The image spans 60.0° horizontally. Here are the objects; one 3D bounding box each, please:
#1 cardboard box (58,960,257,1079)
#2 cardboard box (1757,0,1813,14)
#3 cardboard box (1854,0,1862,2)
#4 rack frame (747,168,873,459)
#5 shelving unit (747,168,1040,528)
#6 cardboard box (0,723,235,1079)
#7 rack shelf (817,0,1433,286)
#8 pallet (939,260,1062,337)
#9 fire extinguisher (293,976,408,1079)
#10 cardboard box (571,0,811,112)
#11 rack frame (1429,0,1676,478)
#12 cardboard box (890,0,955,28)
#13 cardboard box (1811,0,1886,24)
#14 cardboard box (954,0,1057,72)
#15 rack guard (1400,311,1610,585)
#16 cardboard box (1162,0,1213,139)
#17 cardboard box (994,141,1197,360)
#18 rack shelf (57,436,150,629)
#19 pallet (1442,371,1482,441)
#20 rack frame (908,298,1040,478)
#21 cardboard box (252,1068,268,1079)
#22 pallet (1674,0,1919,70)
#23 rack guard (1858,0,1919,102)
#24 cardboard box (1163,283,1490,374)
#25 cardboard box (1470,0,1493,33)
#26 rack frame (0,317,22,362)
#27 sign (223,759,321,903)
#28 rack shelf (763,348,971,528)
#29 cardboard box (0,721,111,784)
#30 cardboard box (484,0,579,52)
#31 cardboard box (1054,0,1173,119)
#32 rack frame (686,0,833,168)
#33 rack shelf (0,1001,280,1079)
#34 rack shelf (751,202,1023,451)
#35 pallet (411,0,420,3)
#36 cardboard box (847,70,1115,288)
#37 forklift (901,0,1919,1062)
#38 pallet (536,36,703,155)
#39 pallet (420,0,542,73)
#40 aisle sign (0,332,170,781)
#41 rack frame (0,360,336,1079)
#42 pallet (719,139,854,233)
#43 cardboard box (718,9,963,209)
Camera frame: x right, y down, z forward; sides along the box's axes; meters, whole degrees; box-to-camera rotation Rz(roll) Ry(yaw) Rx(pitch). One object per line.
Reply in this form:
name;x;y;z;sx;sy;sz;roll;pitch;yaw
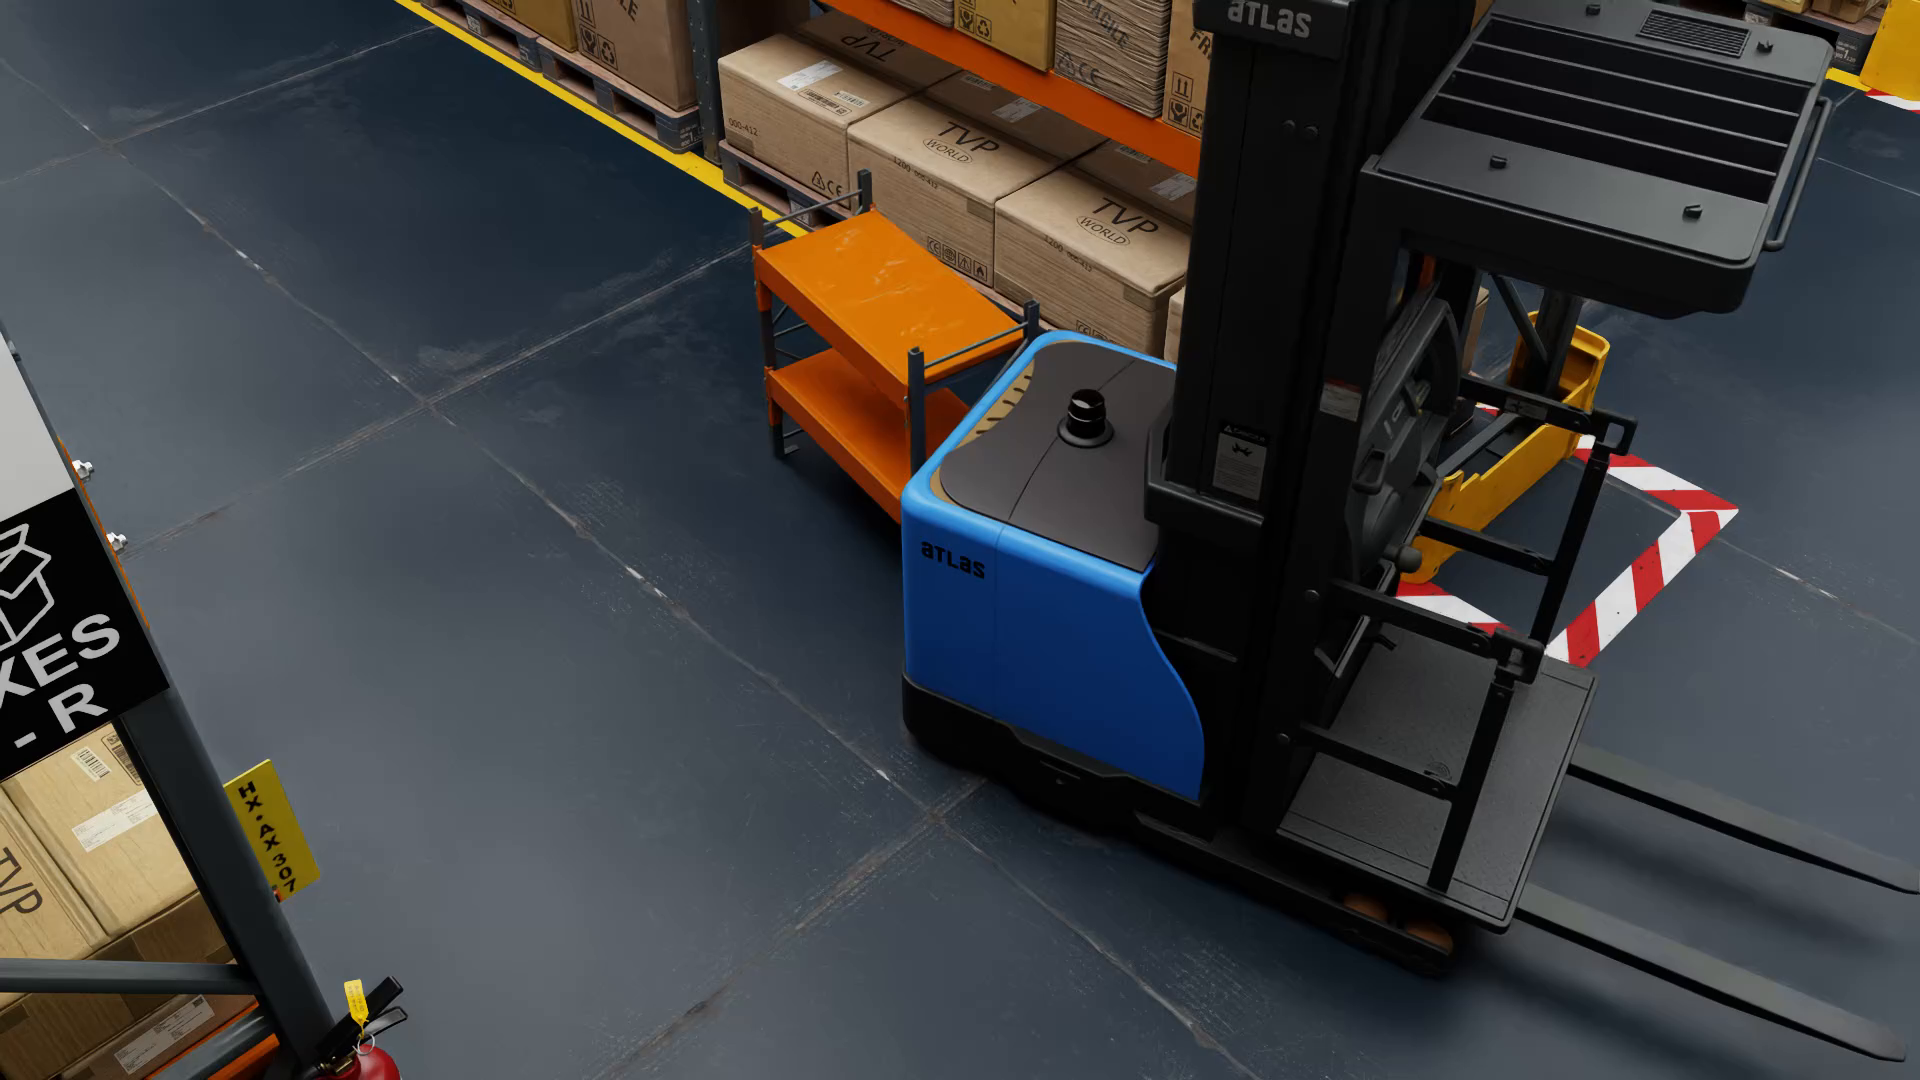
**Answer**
cardboard box;-1.606;0.889;3.263;0.250;0.149;0.380;34;52;31
cardboard box;4.604;-3.051;9.133;0.380;0.149;0.250;-32;52;-30
cardboard box;4.802;-3.049;8.912;0.250;0.149;0.380;33;52;30
rack frame;-0.536;-0.839;6.329;0.500;1.125;0.032;-25;48;-25
shelving unit;-0.244;-0.556;6.023;0.538;1.125;1.048;-25;48;-25
cardboard box;-1.698;0.685;3.190;0.500;0.250;0.500;-34;52;-31
rack shelf;0.531;-1.992;6.725;1.077;0.370;4.000;-34;53;-31
pallet;0.466;-1.204;7.397;1.003;0.211;1.213;-34;53;-31
fire extinguisher;-1.137;1.100;3.181;0.296;0.674;0.183;-34;53;-31
cardboard box;-1.376;-2.850;8.381;0.875;0.875;0.875;-32;52;-30
rack frame;1.943;-1.295;5.441;1.000;3.000;0.127;-34;53;-31
cardboard box;-0.037;-2.417;6.582;0.500;0.500;0.500;-34;52;-31
cardboard box;4.857;-2.976;9.052;0.380;0.149;0.250;-33;52;-31
cardboard box;0.327;-2.169;6.314;0.500;0.500;0.500;-33;52;-30
rack guard;1.960;-0.365;6.277;1.175;0.500;0.348;-34;53;-31
cardboard box;1.071;-1.685;5.789;0.500;0.500;0.500;33;52;31
cardboard box;0.754;-1.213;6.931;0.875;0.438;0.875;-33;52;-30
rack shelf;-2.981;-0.713;3.131;1.077;0.370;4.000;-34;53;-31
pallet;1.323;-0.617;6.763;1.003;0.211;1.213;-34;53;-31
rack frame;0.048;-0.273;5.717;0.500;1.125;0.032;-25;48;-25
cardboard box;-1.933;1.509;3.937;0.637;0.503;0.797;32;52;30
pallet;4.774;-3.136;9.488;1.003;0.211;1.213;-34;53;-31
rack guard;5.323;-2.834;8.949;1.175;0.500;0.348;-34;53;-31
cardboard box;1.406;-0.777;6.459;0.875;0.438;0.875;32;52;30
cardboard box;1.434;-1.816;5.195;0.500;0.500;0.500;-32;52;-30
rack frame;-1.569;-1.117;0.829;1.000;3.000;0.127;-34;53;-31
sign;-1.185;0.508;2.852;0.100;0.325;0.005;-34;53;-31
rack shelf;-0.244;-0.376;6.189;0.538;0.278;1.000;-25;48;-25
cardboard box;-2.054;0.442;3.452;0.500;0.250;0.500;-34;52;-31
cardboard box;-2.020;-3.281;8.846;0.875;0.875;0.875;-33;52;-30
cardboard box;0.701;-1.927;6.052;0.500;0.500;0.500;-33;52;-30
rack frame;-0.882;-3.217;7.521;1.000;3.000;0.127;-34;53;-31
rack shelf;-2.981;0.389;4.149;1.077;0.370;4.000;-34;53;-31
rack shelf;-0.244;-0.771;5.824;0.538;0.278;1.000;-25;48;-25
pallet;-3.203;-3.700;10.098;1.003;0.211;1.213;-34;53;-31
cardboard box;0.118;-1.647;7.401;0.875;0.438;0.875;33;52;30
forklift;1.351;-0.223;4.332;3.031;2.935;1.130;21;47;21
pallet;-1.480;-2.527;8.830;1.003;0.211;1.213;-34;53;-31
pallet;-2.346;-3.114;9.464;1.003;0.211;1.213;-34;53;-31
aisle sign;-1.312;0.023;2.099;0.394;0.787;0.004;-34;53;-31
rack frame;-1.569;1.086;2.865;1.000;3.000;0.127;-34;53;-31
pallet;-0.400;-1.790;8.031;1.003;0.211;1.213;-34;53;-31
cardboard box;-0.514;-2.077;7.866;0.875;0.438;0.875;33;52;31
